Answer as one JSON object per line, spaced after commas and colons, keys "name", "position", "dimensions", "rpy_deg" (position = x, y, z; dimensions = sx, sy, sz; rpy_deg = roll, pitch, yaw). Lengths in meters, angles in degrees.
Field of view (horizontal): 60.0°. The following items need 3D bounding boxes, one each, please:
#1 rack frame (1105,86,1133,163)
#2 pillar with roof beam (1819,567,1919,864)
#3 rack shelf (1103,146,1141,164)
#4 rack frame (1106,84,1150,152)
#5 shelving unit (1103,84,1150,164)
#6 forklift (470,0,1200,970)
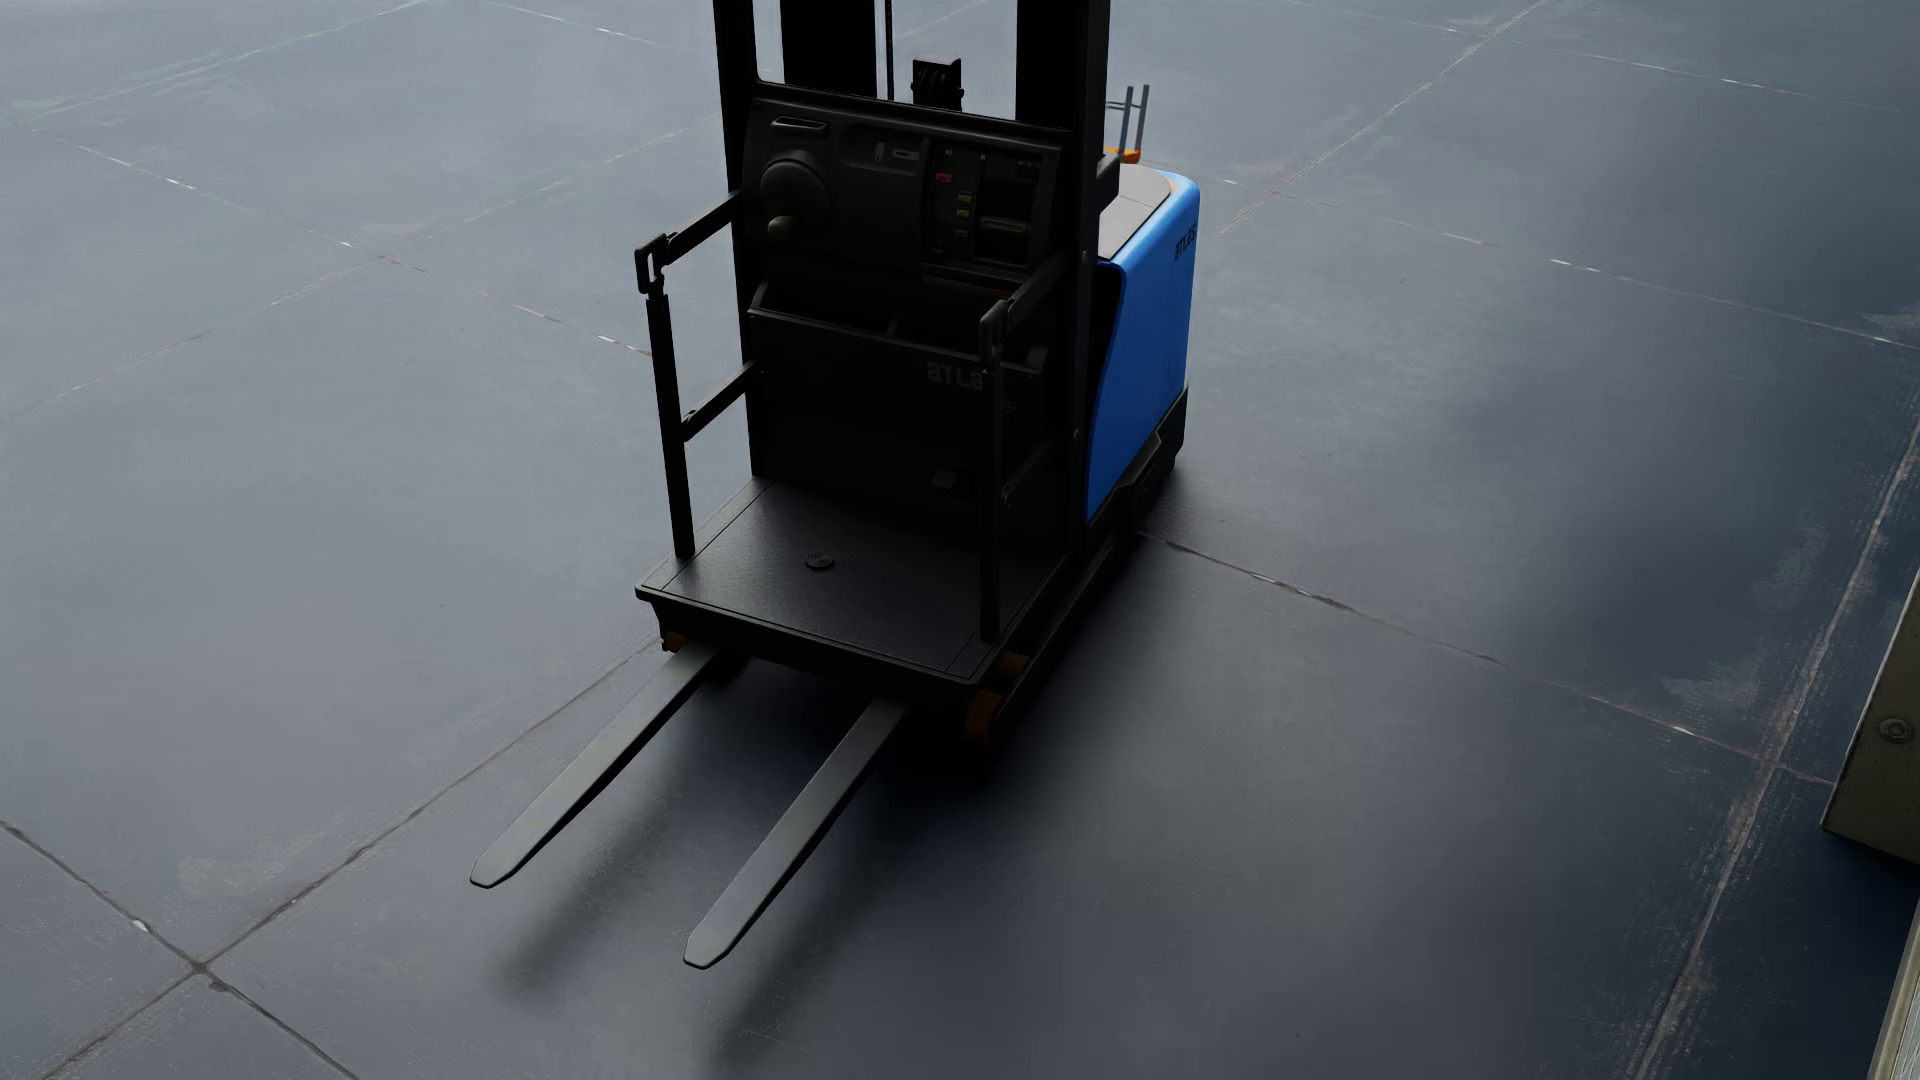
{"name": "rack frame", "position": [0.435, -1.064, 6.101], "dimensions": [0.240, 1.200, 0.006], "rpy_deg": [15, 22, 21]}
{"name": "pillar with roof beam", "position": [-0.971, -4.370, 4.079], "dimensions": [9.100, 9.000, 0.400], "rpy_deg": [21, 39, 28]}
{"name": "rack shelf", "position": [0.507, -1.384, 6.072], "dimensions": [0.258, 0.103, 0.180], "rpy_deg": [15, 22, 21]}
{"name": "rack frame", "position": [0.510, -1.114, 6.261], "dimensions": [0.240, 1.200, 0.006], "rpy_deg": [15, 22, 21]}
{"name": "shelving unit", "position": [0.472, -1.089, 6.181], "dimensions": [0.258, 1.200, 0.189], "rpy_deg": [15, 22, 21]}
{"name": "forklift", "position": [-0.259, -0.897, 4.360], "dimensions": [1.130, 2.935, 3.031], "rpy_deg": [14, 37, 20]}
